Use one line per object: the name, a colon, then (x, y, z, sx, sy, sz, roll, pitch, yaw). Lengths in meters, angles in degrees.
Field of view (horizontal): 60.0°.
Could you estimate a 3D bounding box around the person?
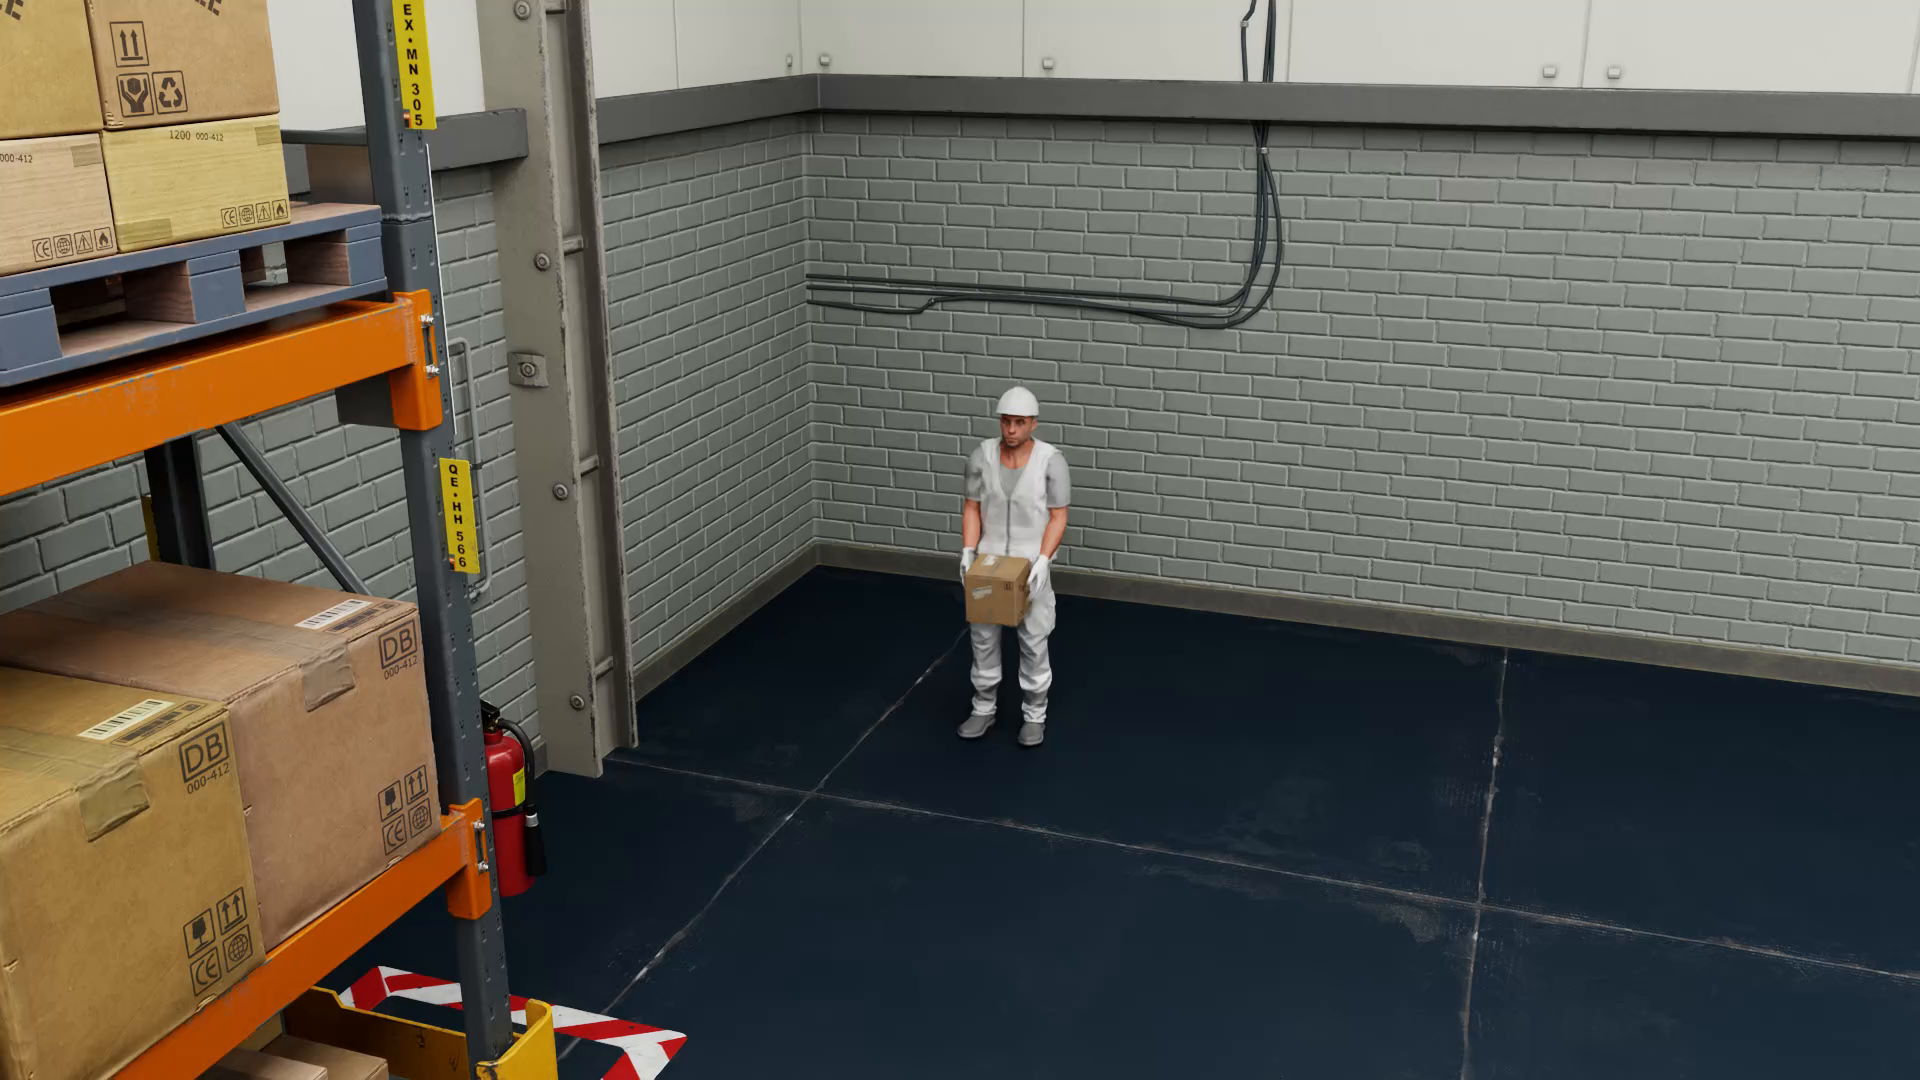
person: (0.256, 0.136, 8.109, 0.533, 1.793, 0.474, 6, 19, 17)
